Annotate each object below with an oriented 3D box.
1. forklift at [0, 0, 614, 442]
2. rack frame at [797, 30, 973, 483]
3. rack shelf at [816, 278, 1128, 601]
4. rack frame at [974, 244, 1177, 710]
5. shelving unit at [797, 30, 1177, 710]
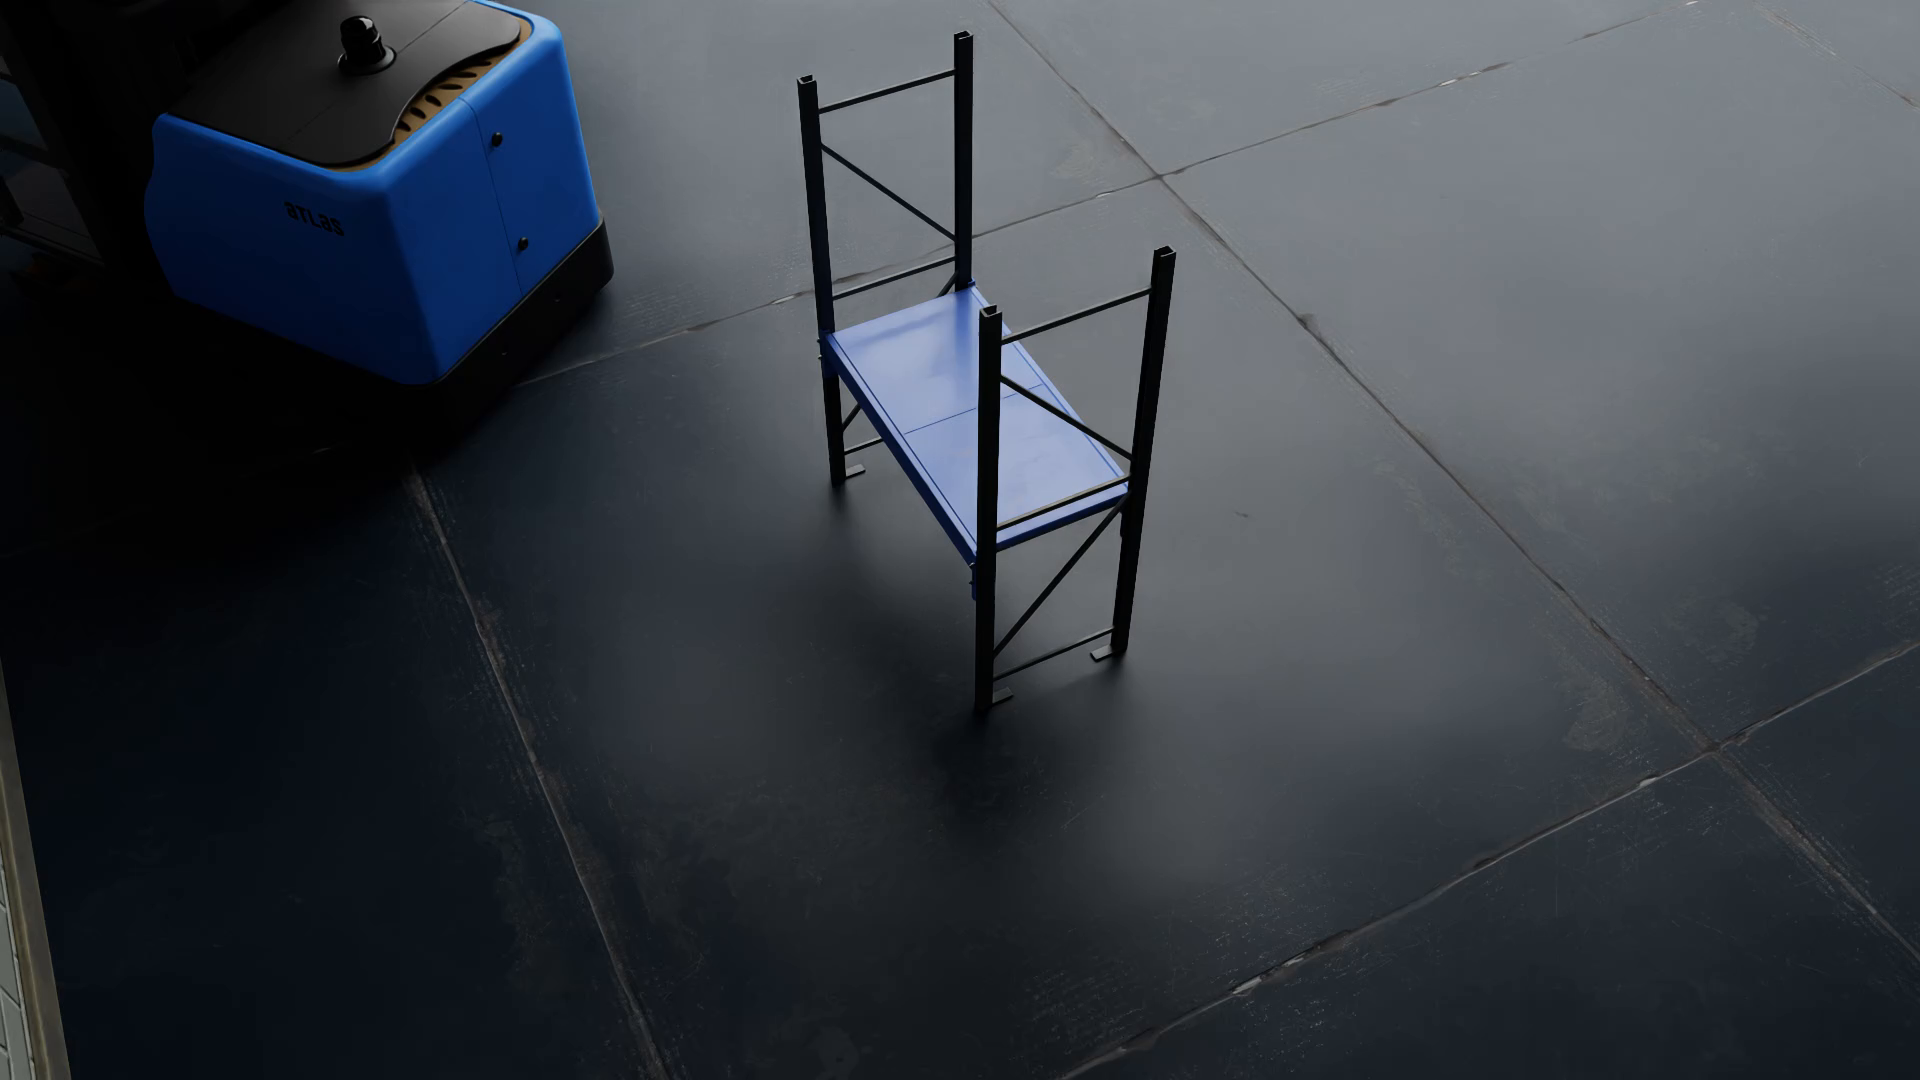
[{"bbox_3d":[-2.800,-2.074,5.116,3.031,2.935,1.130,21,52,17],"label":"forklift"},{"bbox_3d":[-0.194,-0.777,4.933,0.500,1.500,0.032,-21,52,-18],"label":"rack frame"},{"bbox_3d":[0.039,-0.318,4.771,0.538,0.185,1.000,-21,52,-18],"label":"rack shelf"},{"bbox_3d":[0.272,-0.096,4.338,0.500,1.500,0.032,-21,52,-18],"label":"rack frame"},{"bbox_3d":[0.039,-0.437,4.636,0.538,1.500,1.048,-21,52,-18],"label":"shelving unit"}]
